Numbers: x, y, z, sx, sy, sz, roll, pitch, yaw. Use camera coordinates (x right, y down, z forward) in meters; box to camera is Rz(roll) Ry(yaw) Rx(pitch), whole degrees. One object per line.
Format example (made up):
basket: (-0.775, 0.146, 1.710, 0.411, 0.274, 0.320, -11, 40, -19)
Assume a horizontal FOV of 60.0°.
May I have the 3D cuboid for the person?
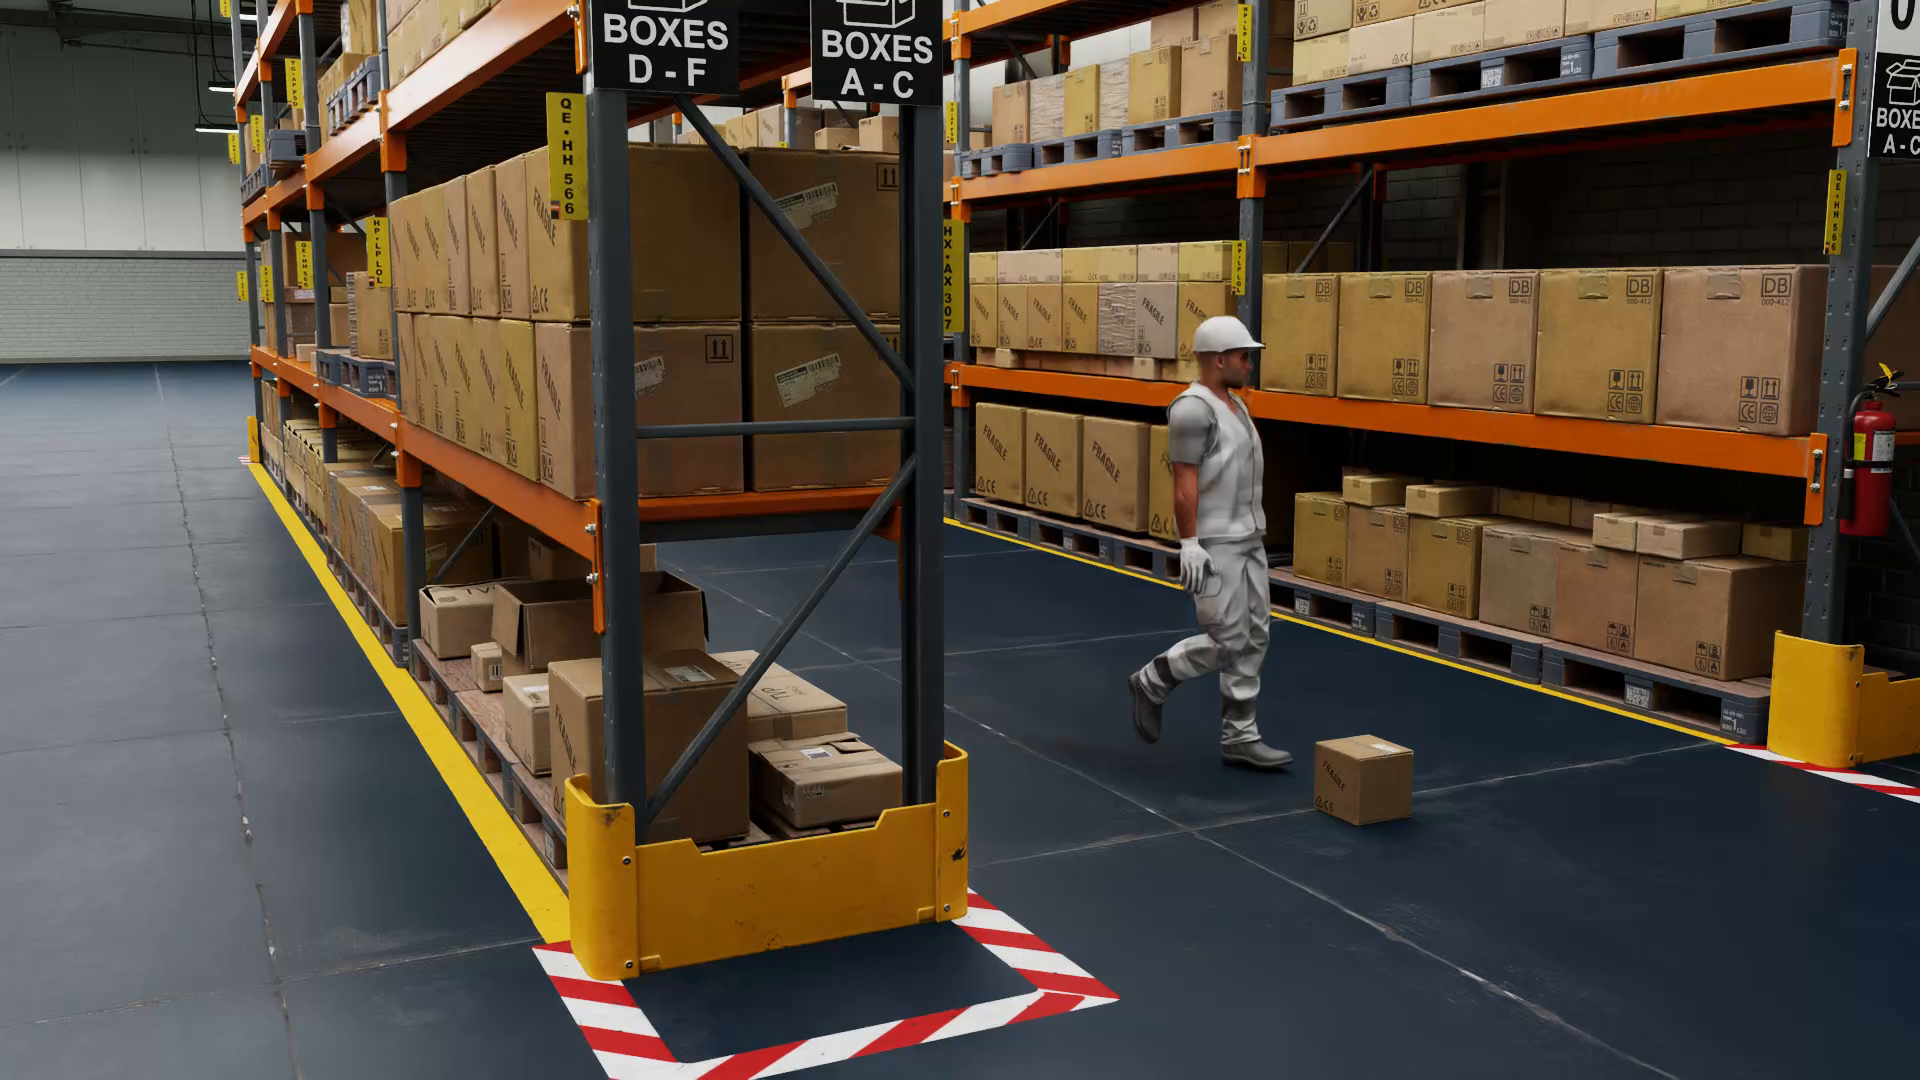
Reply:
person: (1.002, 0.012, 6.572, 0.650, 1.779, 0.563, 6, 10, 34)
